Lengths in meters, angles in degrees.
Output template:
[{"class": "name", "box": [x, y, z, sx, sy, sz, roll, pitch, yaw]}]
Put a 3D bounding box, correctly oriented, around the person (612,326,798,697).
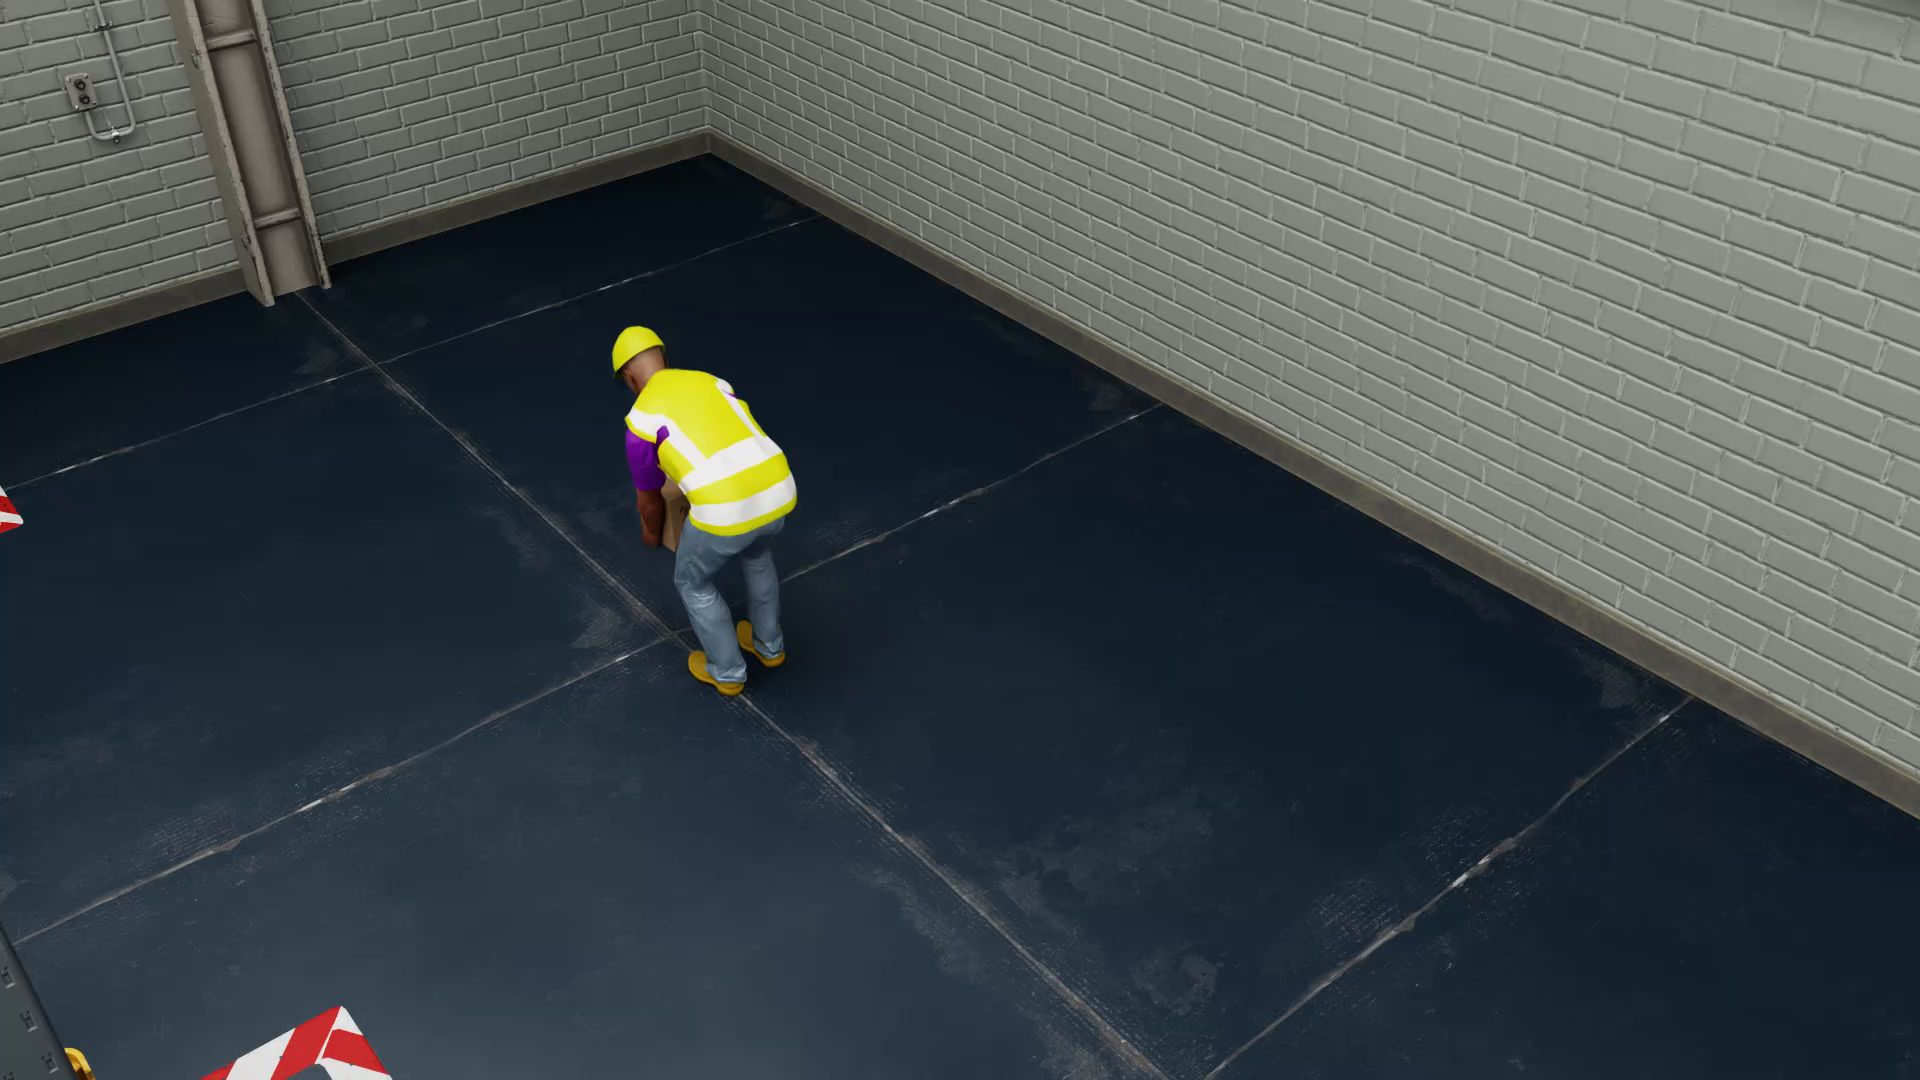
[{"class": "person", "box": [-1.031, -0.115, 6.619, 0.490, 1.376, 0.898, -28, 44, -33]}]
